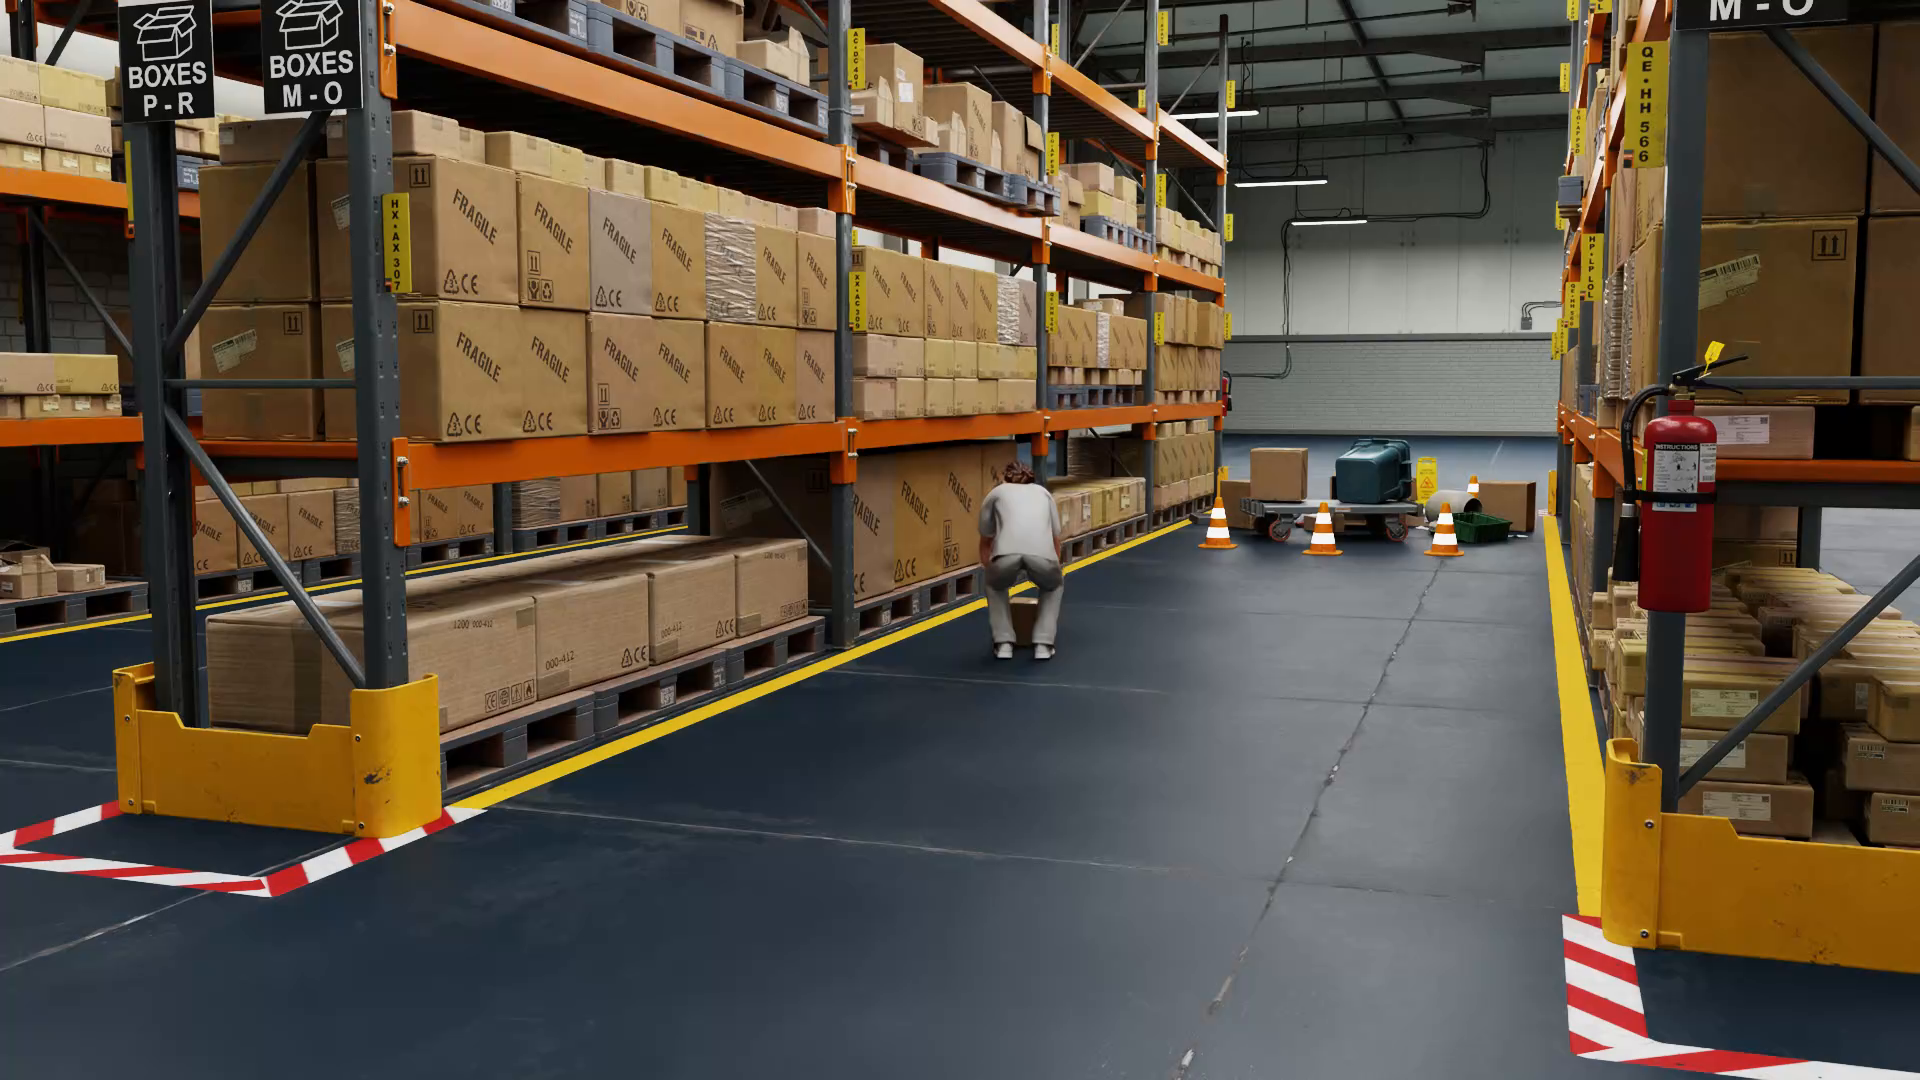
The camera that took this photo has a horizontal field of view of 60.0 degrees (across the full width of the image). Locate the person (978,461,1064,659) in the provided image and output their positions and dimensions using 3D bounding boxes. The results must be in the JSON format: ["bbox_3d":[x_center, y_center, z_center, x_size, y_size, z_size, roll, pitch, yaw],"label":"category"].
[{"bbox_3d":[0.334,0.107,9.325,0.492,1.075,0.764,0,5,5],"label":"person"}]
